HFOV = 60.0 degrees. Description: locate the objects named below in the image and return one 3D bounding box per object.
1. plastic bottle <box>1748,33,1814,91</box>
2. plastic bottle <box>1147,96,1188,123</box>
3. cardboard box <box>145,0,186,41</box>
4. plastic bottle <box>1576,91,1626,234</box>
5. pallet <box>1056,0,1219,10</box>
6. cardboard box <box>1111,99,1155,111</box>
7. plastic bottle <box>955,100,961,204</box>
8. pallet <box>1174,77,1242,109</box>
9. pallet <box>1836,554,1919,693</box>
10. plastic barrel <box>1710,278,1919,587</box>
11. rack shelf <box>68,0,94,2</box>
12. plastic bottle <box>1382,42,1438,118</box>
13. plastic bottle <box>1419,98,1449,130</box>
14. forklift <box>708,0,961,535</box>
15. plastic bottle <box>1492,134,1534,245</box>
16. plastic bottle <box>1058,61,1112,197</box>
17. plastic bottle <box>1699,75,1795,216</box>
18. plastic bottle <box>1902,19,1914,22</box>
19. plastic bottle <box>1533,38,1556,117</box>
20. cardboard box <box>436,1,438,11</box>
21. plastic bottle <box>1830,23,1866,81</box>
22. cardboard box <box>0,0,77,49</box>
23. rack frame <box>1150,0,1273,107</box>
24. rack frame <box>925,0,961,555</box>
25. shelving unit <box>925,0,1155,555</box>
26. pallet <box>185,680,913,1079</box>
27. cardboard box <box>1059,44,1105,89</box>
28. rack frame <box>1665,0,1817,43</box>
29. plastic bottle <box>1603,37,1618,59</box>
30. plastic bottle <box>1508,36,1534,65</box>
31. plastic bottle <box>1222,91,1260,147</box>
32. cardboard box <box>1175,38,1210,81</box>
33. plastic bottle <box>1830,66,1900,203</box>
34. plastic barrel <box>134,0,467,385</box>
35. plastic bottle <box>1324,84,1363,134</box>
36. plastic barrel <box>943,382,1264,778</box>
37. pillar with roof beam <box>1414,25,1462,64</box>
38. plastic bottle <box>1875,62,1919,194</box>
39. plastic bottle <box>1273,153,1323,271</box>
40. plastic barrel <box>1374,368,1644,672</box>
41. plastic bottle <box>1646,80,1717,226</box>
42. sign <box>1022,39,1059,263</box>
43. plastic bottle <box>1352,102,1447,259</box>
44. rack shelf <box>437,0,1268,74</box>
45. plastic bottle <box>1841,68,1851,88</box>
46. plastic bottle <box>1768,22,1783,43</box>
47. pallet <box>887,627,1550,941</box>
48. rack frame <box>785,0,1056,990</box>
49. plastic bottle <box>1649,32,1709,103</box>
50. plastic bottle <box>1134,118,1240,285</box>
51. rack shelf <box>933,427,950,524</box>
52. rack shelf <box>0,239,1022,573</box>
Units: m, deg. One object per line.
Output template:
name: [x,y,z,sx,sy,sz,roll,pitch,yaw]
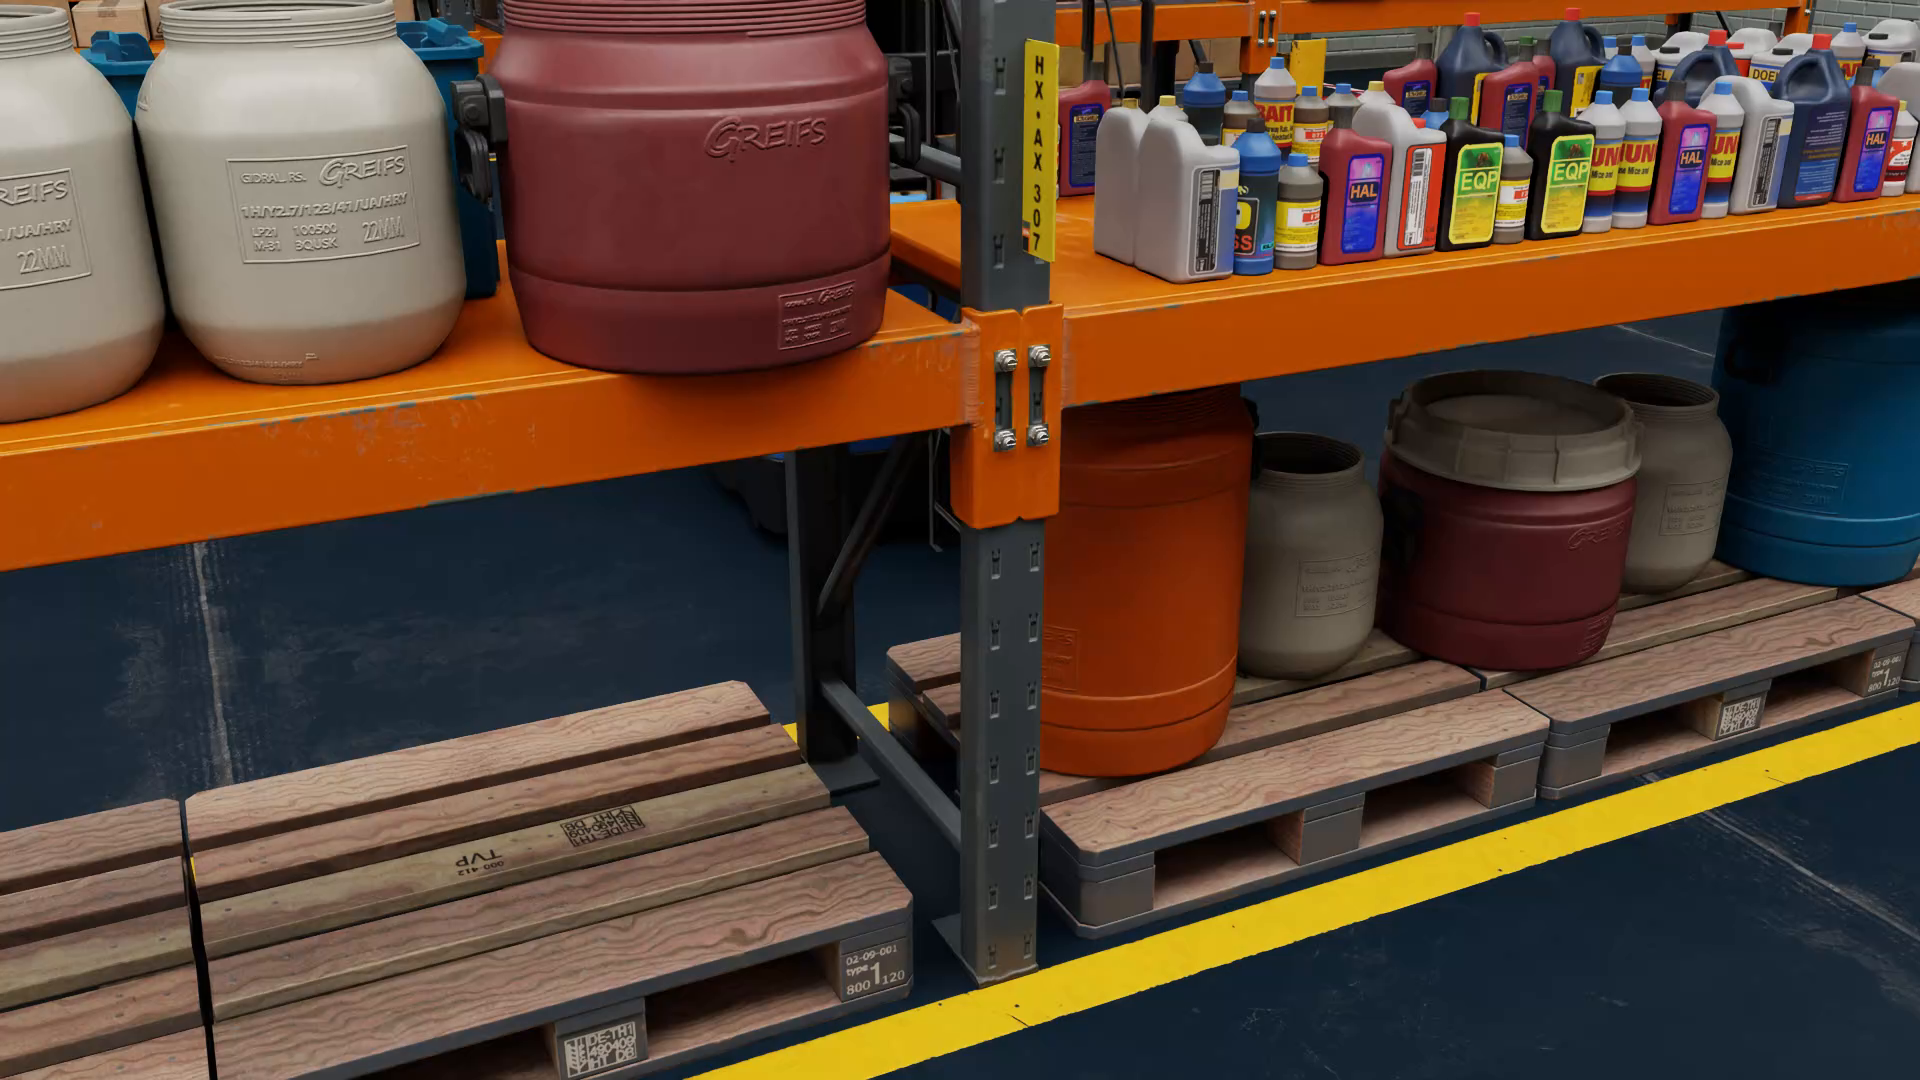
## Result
plastic bottle: [2.132,-1.164,4.303,0.135,0.276,0.152,-10,25,-24]
plastic bottle: [0.465,-0.899,3.760,0.097,0.201,0.097,0,22,0]
cardboard box: [-3.157,-2.295,6.988,0.500,0.311,0.500,-11,25,-24]
plastic bottle: [1.270,-0.758,3.327,0.097,0.271,0.097,0,22,0]
pallet: [0.570,-2.897,8.578,1.213,0.211,1.003,-10,25,-24]
cardboard box: [0.796,-2.133,9.174,0.500,0.500,0.500,-12,25,-26]
plastic bottle: [0.058,-0.870,3.582,0.133,0.283,0.061,-10,25,-24]
pallet: [2.103,-4.003,14.644,1.213,0.211,1.003,-10,25,-24]
pallet: [2.769,0.029,4.904,1.213,0.211,1.003,-10,25,-24]
plastic barrel: [2.347,-0.396,4.479,0.708,0.901,0.600,-10,25,-24]
rack shelf: [-6.221,-3.460,10.627,4.000,0.370,1.077,-10,25,-24]
plastic bottle: [1.087,-1.060,4.040,0.133,0.283,0.061,-10,25,-24]
plastic bottle: [0.915,-0.718,3.231,0.097,0.271,0.097,0,22,0]
forklift: [-0.608,-1.903,6.014,1.130,2.935,3.031,-8,24,-19]
plastic bottle: [1.062,-0.687,3.247,0.097,0.201,0.097,0,22,0]
plastic bottle: [0.265,-0.908,3.675,0.133,0.283,0.061,-10,25,-24]
plastic bottle: [1.658,-0.843,3.526,0.135,0.276,0.152,-10,25,-24]
plastic bottle: [2.663,-1.336,4.725,0.097,0.271,0.097,0,22,0]
plastic bottle: [1.401,-1.091,4.117,0.133,0.283,0.061,-10,25,-24]
cardboard box: [-3.699,-3.401,11.807,0.750,0.750,0.750,-11,25,-24]
plastic bottle: [2.454,-1.298,4.632,0.097,0.271,0.097,0,22,0]
cardboard box: [-3.772,-2.180,6.463,0.500,0.500,0.500,-12,25,-26]
rack frame: [1.337,-3.081,8.771,0.127,3.000,1.000,-10,25,-24]
rack frame: [-0.016,-0.885,4.643,0.015,2.100,0.400,-8,24,-20]
shelving unit: [0.211,-0.919,4.725,0.503,2.100,0.431,-8,24,-20]
pallet: [-0.837,0.694,3.298,1.213,0.211,1.003,-10,25,-24]
cardboard box: [0.821,-4.082,13.908,0.500,0.500,0.700,-10,24,-22]
rack frame: [4.942,-3.744,10.374,0.127,3.000,1.000,-10,25,-24]
plastic bottle: [1.653,-1.150,4.275,0.097,0.271,0.097,0,22,0]
plastic bottle: [1.374,-1.112,4.168,0.133,0.283,0.061,-10,25,-24]
plastic bottle: [0.641,-0.932,3.838,0.097,0.201,0.097,0,22,0]
cardboard box: [1.752,-4.256,14.330,0.500,0.500,0.700,-11,25,-24]
plastic bottle: [1.965,-0.883,3.615,0.133,0.283,0.061,-10,25,-24]
plastic barrel: [-0.956,-0.517,2.431,0.421,0.512,0.421,0,22,0]
plastic bottle: [0.904,-0.980,3.956,0.097,0.201,0.097,0,22,0]
plastic barrel: [0.311,0.012,3.588,0.708,0.830,0.600,-10,25,-24]
pillar with roof beam: [6.715,-7.485,11.567,0.400,9.000,9.100,-10,25,-24]
plastic bottle: [2.154,-0.934,3.747,0.135,0.276,0.152,-10,25,-24]
plastic bottle: [0.612,-0.604,3.048,0.097,0.201,0.097,0,22,0]
plastic barrel: [1.329,-0.064,4.086,0.708,0.588,0.600,-10,25,-24]
plastic bottle: [1.469,-0.792,3.394,0.133,0.283,0.061,-10,25,-24]
sign: [0.123,-0.597,2.556,0.005,0.325,0.100,-10,25,-24]
plastic bottle: [0.825,-0.690,3.156,0.135,0.276,0.152,-10,25,-24]
rack shelf: [-0.465,-2.417,8.107,4.000,0.370,1.077,-10,25,-24]
plastic bottle: [1.914,-0.902,3.676,0.097,0.271,0.097,0,22,0]
plastic bottle: [2.167,-1.258,4.520,0.133,0.283,0.061,-10,25,-24]
pallet: [0.570,0.434,3.927,1.213,0.211,1.003,-10,25,-24]
rack frame: [-0.122,-0.710,3.043,0.127,3.000,1.000,-10,25,-24]
plastic bottle: [1.857,-1.178,4.337,0.135,0.276,0.152,-10,25,-24]
plastic bottle: [0.408,-0.613,2.971,0.135,0.276,0.152,-10,25,-24]
rack shelf: [0.211,-0.260,4.998,0.480,0.518,0.431,-8,24,-20]
rack shelf: [-1.924,-0.046,2.379,4.000,0.370,1.077,-10,25,-24]
